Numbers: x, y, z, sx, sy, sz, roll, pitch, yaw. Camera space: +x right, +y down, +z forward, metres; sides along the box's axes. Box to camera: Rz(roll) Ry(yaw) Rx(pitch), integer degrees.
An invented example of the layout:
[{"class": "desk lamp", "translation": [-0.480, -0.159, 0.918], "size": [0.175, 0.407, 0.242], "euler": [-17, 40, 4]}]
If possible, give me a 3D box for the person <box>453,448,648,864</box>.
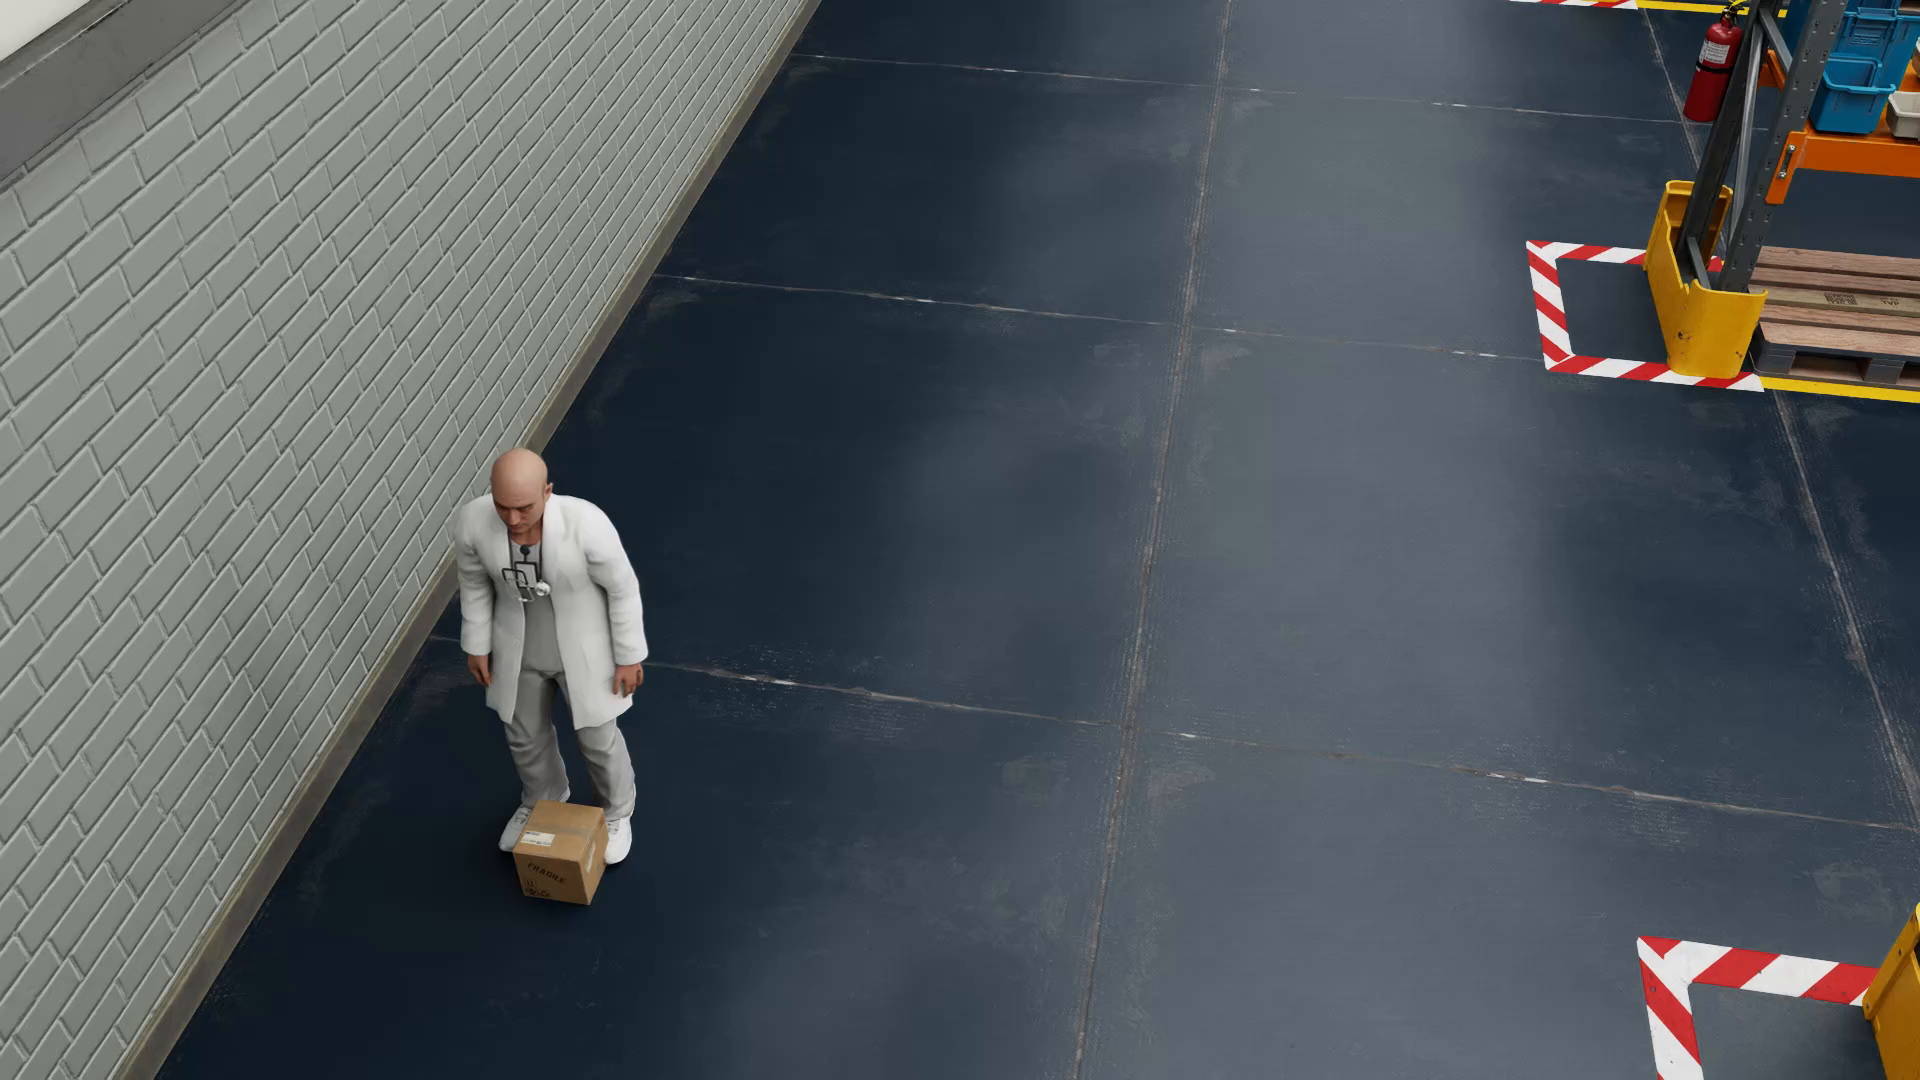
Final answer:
[{"class": "person", "translation": [-1.388, 0.388, 5.707], "size": [0.649, 1.772, 0.429], "euler": [4, 40, 5]}]
